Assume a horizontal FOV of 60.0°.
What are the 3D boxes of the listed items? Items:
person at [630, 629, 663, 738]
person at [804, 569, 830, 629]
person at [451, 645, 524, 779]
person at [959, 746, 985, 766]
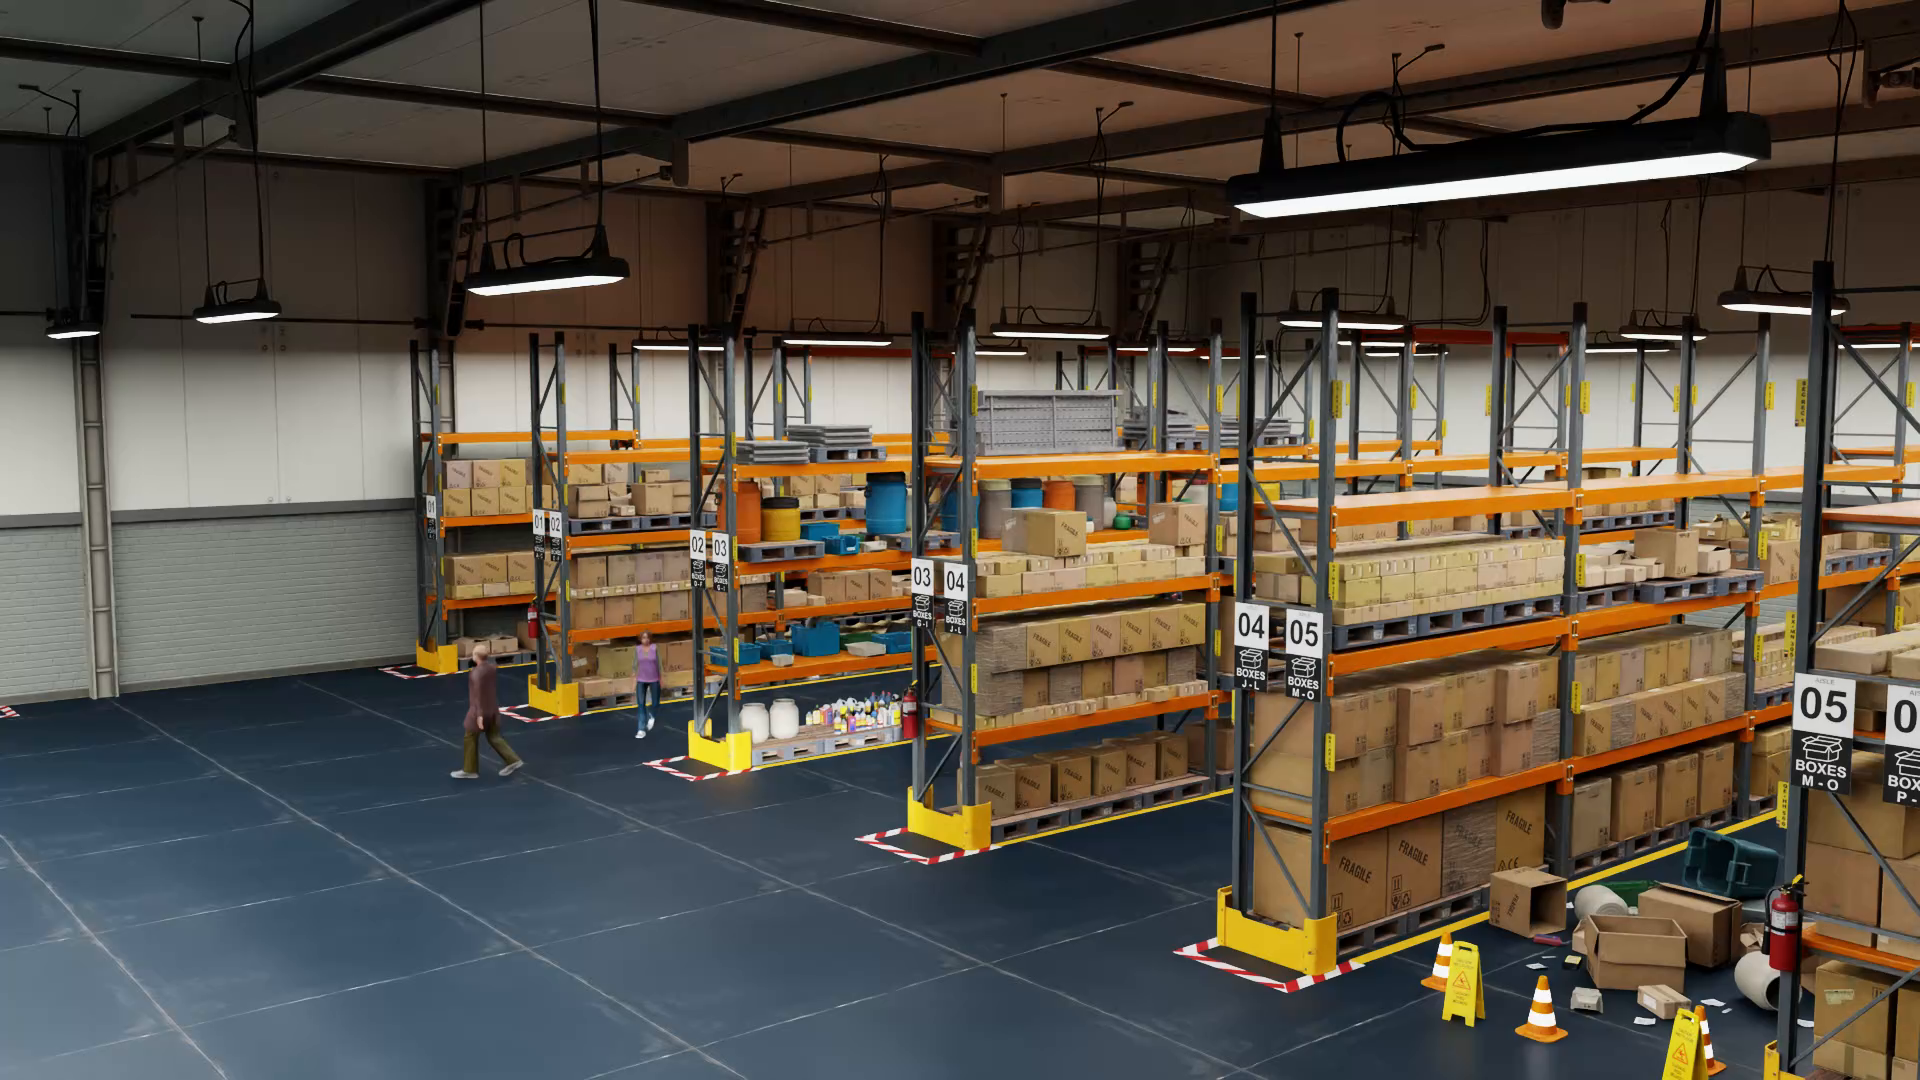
[{"bbox_3d":[-4.618,2.095,24.538,0.475,1.589,0.620,0,5,-5],"label":"person"},{"bbox_3d":[-2.802,1.369,32.077,1.068,1.596,0.522,-5,7,-44],"label":"person"},{"bbox_3d":[-6.227,2.258,21.901,0.896,1.758,0.568,2,6,18],"label":"person"},{"bbox_3d":[0.233,2.275,22.575,0.459,1.715,0.595,5,7,45],"label":"person"}]
